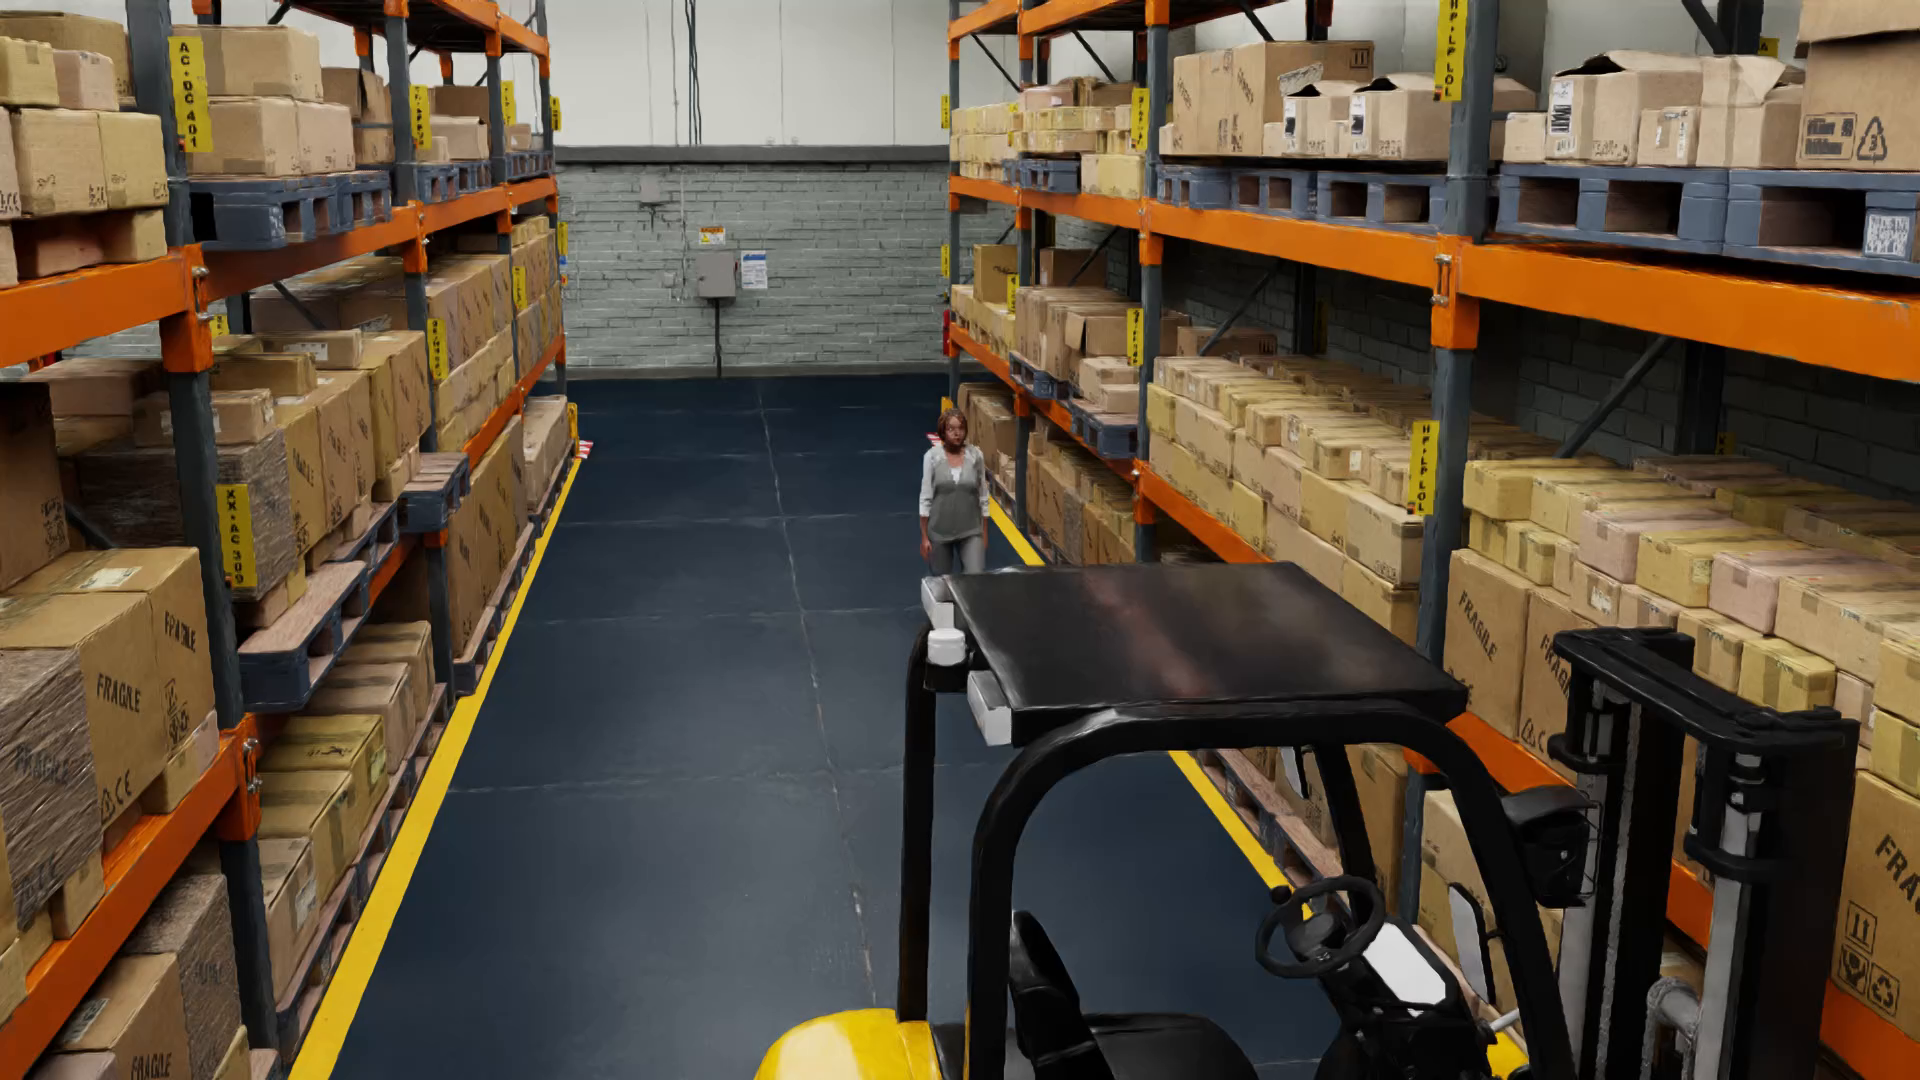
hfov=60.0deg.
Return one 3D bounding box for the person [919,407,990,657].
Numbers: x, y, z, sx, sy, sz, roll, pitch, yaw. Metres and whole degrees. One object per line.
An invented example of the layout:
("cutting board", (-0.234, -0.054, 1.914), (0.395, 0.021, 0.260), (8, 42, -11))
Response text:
("person", (-0.032, -0.024, 10.066), (0.435, 1.590, 0.441), (-1, 13, -3))
